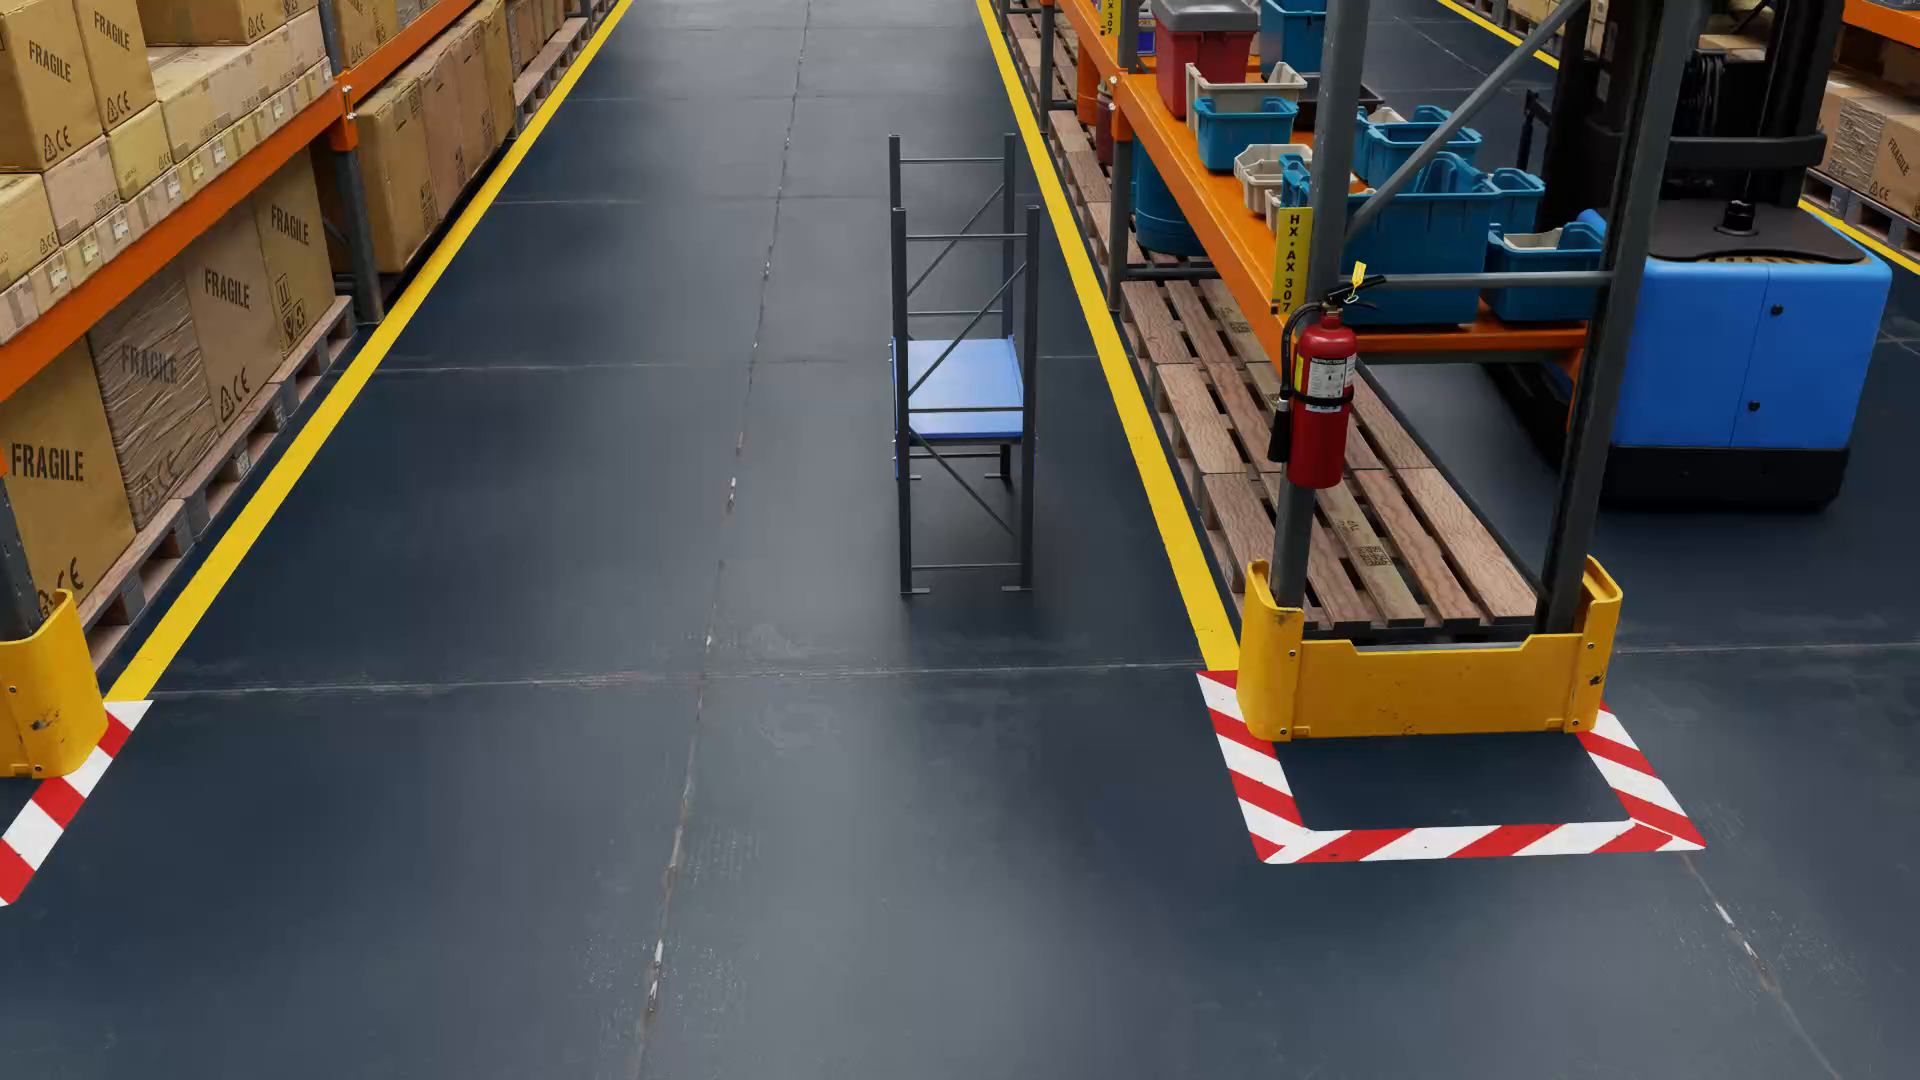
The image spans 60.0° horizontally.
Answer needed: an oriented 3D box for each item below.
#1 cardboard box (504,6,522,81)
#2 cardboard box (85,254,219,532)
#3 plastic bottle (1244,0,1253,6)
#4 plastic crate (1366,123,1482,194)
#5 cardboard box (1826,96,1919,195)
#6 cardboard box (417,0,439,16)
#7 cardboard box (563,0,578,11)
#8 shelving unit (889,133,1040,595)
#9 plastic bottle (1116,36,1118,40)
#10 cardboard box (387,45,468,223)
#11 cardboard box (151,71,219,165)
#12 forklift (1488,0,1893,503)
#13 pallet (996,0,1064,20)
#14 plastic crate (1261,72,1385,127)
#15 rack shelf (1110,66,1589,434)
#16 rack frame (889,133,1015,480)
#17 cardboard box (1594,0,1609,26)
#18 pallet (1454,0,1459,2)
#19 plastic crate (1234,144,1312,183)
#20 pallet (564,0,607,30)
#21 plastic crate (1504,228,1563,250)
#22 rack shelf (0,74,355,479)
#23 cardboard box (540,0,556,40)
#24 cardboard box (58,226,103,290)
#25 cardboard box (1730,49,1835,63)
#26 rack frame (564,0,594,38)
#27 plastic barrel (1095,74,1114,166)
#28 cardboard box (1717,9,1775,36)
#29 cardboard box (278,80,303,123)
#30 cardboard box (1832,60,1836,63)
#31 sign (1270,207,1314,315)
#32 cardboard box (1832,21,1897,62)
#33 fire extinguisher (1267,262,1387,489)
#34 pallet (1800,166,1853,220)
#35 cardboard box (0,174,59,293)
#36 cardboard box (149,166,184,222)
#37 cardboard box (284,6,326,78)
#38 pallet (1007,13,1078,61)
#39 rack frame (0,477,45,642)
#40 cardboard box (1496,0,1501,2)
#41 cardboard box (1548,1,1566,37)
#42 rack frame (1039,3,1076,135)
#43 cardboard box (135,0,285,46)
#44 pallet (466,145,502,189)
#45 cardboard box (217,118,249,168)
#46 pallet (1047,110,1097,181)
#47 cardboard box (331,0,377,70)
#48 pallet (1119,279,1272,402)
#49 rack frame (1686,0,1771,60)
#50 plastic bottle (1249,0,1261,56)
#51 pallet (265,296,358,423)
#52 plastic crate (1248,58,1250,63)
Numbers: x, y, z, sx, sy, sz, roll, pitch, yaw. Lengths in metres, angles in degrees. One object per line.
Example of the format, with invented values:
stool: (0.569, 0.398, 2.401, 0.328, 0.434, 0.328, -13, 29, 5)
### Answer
cardboard box: (-3.935, -3.995, 13.393, 0.700, 0.500, 0.500, -4, 28, -7)
cardboard box: (-3.582, -0.607, 6.513, 0.875, 0.875, 0.875, -1, 28, -3)
plastic bottle: (1.654, -2.952, 9.301, 0.152, 0.276, 0.135, -1, 28, -3)
plastic crate: (1.772, -1.451, 6.404, 0.416, 0.233, 0.300, -1, 28, -3)
cardboard box: (5.908, -2.501, 10.529, 0.500, 0.500, 0.500, -1, 28, -2)
cardboard box: (-3.489, -3.460, 10.033, 0.500, 0.500, 0.500, -1, 28, -2)
cardboard box: (-4.028, -5.454, 16.212, 0.500, 0.500, 0.500, -2, 28, -4)
shelving unit: (-0.004, -0.704, 6.479, 0.538, 1.500, 1.048, -1, 28, -3)
plastic bottle: (0.954, -2.903, 9.207, 0.152, 0.276, 0.135, -1, 28, -3)
cardboard box: (-3.731, -2.448, 10.043, 1.225, 0.875, 0.875, -2, 28, -4)
cardboard box: (-3.265, -1.655, 6.520, 0.500, 0.250, 0.500, -2, 28, -4)
forklift: (3.210, -2.097, 7.602, 1.130, 2.935, 3.031, 1, 28, 2)
pallet: (0.905, -5.385, 16.846, 1.003, 0.211, 1.213, -1, 28, -3)
plastic crate: (1.643, -2.010, 7.592, 0.437, 0.125, 0.590, -1, 28, -3)
rack shelf: (1.421, -1.373, 6.917, 1.077, 0.370, 4.000, -1, 28, -3)
rack frame: (-0.031, -0.939, 6.929, 0.500, 1.500, 0.032, -1, 28, -3)
cardboard box: (5.724, -4.505, 14.057, 0.500, 0.311, 0.500, -2, 28, -3)
pallet: (5.779, -6.125, 18.264, 1.003, 0.211, 1.213, -1, 28, -3)
plastic crate: (1.228, -1.449, 6.504, 0.298, 0.136, 0.250, -1, 28, -3)
pallet: (-4.118, -5.263, 16.613, 1.003, 0.211, 1.213, -1, 28, -3)
plastic crate: (1.907, -0.950, 5.548, 0.250, 0.136, 0.298, -1, 28, -3)
rack shelf: (-3.525, -1.253, 6.687, 1.077, 0.370, 4.000, -1, 28, -3)
cardboard box: (-4.031, -4.772, 14.884, 0.700, 0.500, 0.500, -2, 28, -3)
cardboard box: (-3.138, -0.946, 5.591, 0.380, 0.149, 0.250, -2, 28, -4)
cardboard box: (5.826, -3.209, 11.886, 0.500, 0.500, 0.500, -2, 28, -5)
rack frame: (-4.048, -6.190, 15.375, 1.000, 3.000, 0.127, -1, 28, -3)
plastic barrel: (1.209, -2.833, 11.091, 0.600, 0.588, 0.708, -1, 28, -3)
cardboard box: (6.320, -4.045, 13.175, 0.500, 0.311, 0.500, 0, 28, -1)
cardboard box: (-3.260, -2.014, 7.640, 0.380, 0.149, 0.250, -2, 28, -4)
cardboard box: (6.338, -3.241, 11.948, 0.500, 0.500, 0.500, 0, 28, -1)
sign: (0.977, -0.820, 4.902, 0.100, 0.325, 0.005, -1, 28, -3)
cardboard box: (6.345, -3.548, 11.725, 0.500, 0.250, 0.500, 0, 28, -1)
fire extinguisher: (1.079, -0.488, 4.929, 0.296, 0.674, 0.183, -1, 28, -3)
pallet: (6.116, -2.436, 11.193, 1.003, 0.211, 1.213, -1, 28, -3)
cardboard box: (-3.176, -0.942, 5.153, 0.500, 0.250, 0.500, -2, 28, -4)
cardboard box: (-3.179, -1.303, 6.276, 0.380, 0.149, 0.250, -2, 28, -3)
cardboard box: (-3.345, -2.364, 7.879, 0.500, 0.250, 0.500, -2, 28, -4)
pallet: (0.978, -4.712, 15.556, 1.003, 0.211, 1.213, -1, 28, -3)
rack frame: (-3.421, -0.649, 4.750, 1.000, 3.000, 0.127, -1, 28, -3)
cardboard box: (5.603, -5.604, 16.770, 0.500, 0.250, 0.500, -1, 28, -3)
cardboard box: (5.674, -4.727, 15.090, 0.500, 0.250, 0.500, -2, 28, -4)
rack frame: (1.108, -4.463, 12.063, 1.000, 3.000, 0.127, -1, 28, -3)
cardboard box: (-3.317, -2.456, 7.246, 0.500, 0.500, 0.500, -1, 28, -2)
pallet: (-3.873, -2.741, 11.777, 1.003, 0.211, 1.213, -1, 28, -3)
cardboard box: (-3.219, -1.658, 6.957, 0.380, 0.149, 0.250, -2, 28, -3)
pallet: (1.190, -2.863, 12.012, 1.003, 0.211, 1.213, -1, 28, -3)
cardboard box: (-3.404, -2.759, 8.688, 0.500, 0.500, 0.500, -1, 28, -2)
pallet: (1.394, -1.040, 8.517, 1.003, 0.211, 1.213, -1, 28, -3)
rack frame: (6.054, -4.581, 12.289, 1.000, 3.000, 0.127, -1, 28, -3)
plastic bottle: (1.620, -2.783, 8.895, 0.144, 0.351, 0.185, -1, 28, -3)
pallet: (-3.668, -0.906, 8.260, 1.003, 0.211, 1.213, -1, 28, -3)
plastic crate: (1.198, -2.307, 8.149, 0.396, 0.136, 0.243, -1, 28, -3)
